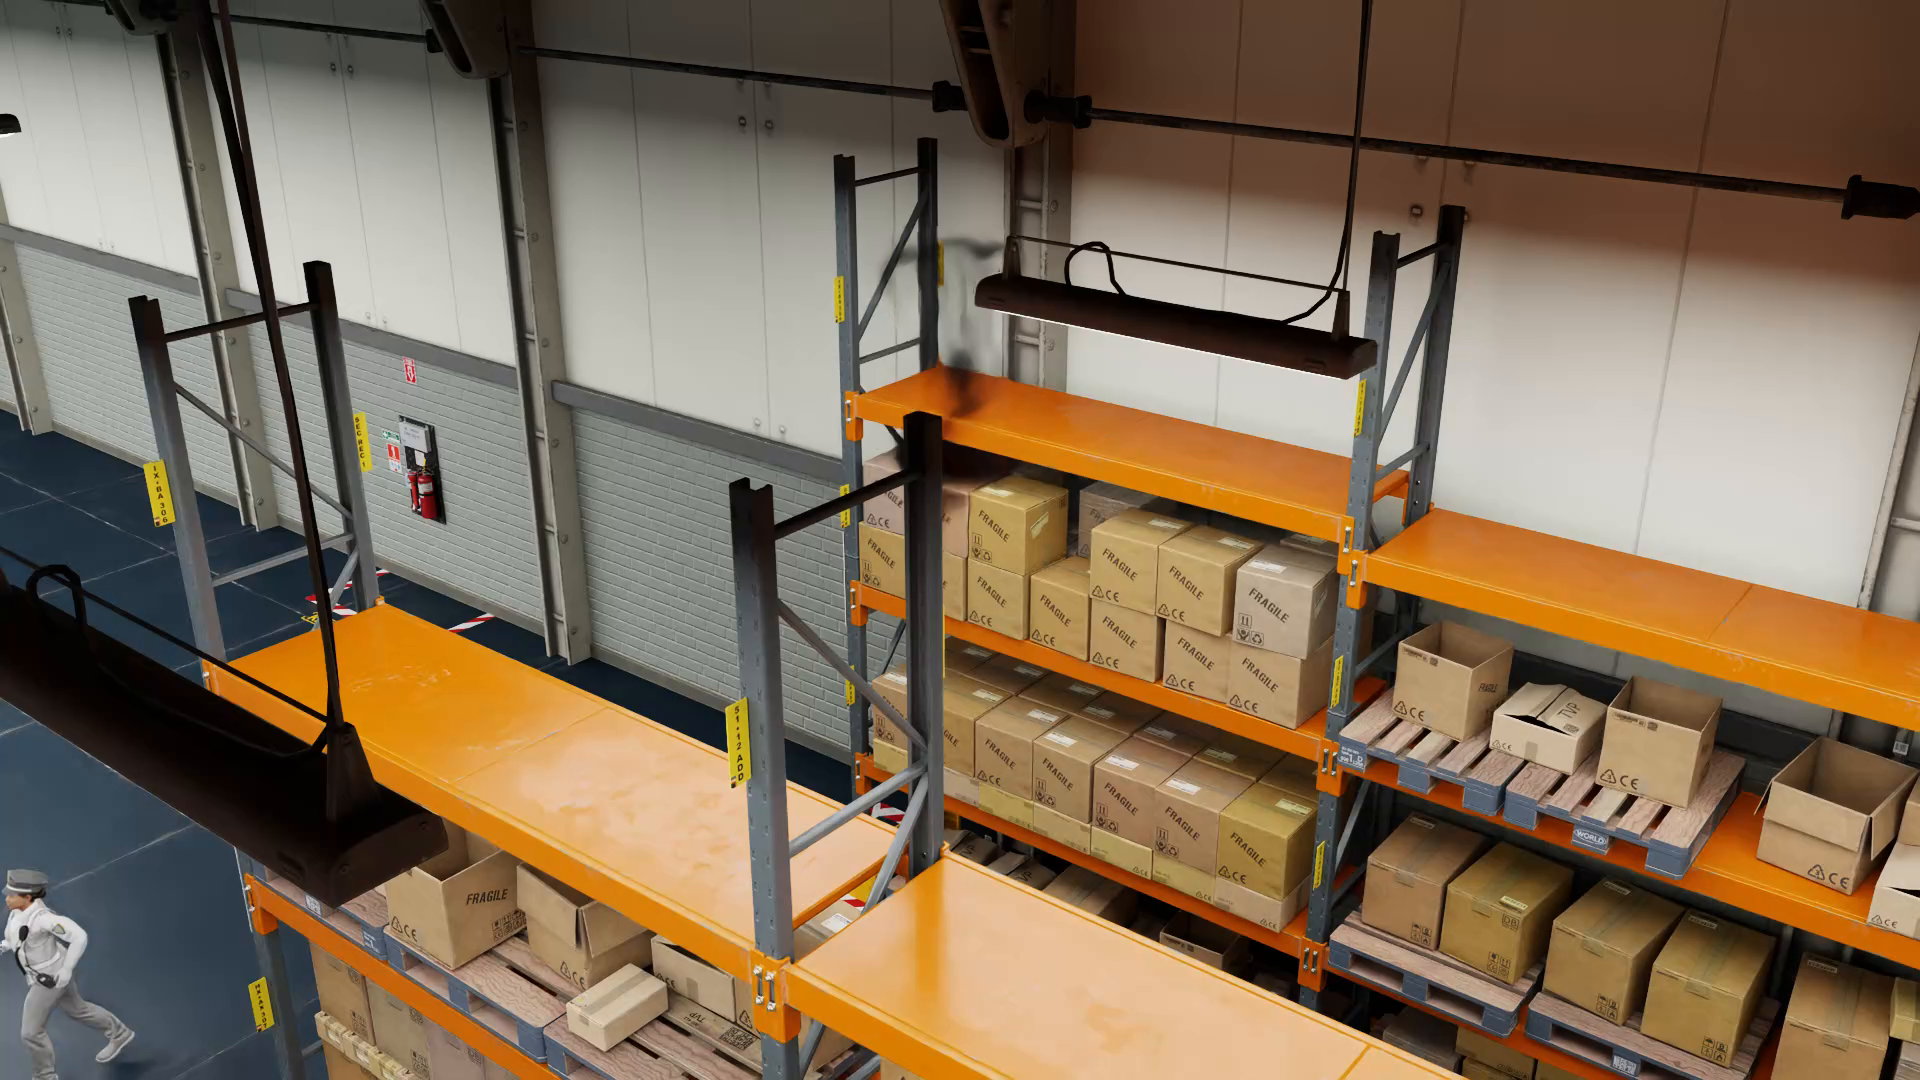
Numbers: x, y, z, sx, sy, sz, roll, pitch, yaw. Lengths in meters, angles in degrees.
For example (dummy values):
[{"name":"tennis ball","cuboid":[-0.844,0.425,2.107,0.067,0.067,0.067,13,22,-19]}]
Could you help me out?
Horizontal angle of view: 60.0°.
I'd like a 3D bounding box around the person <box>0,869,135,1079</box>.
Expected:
[{"name":"person","cuboid":[-6.169,2.972,11.333,0.779,1.743,0.599,-15,27,-31]}]
